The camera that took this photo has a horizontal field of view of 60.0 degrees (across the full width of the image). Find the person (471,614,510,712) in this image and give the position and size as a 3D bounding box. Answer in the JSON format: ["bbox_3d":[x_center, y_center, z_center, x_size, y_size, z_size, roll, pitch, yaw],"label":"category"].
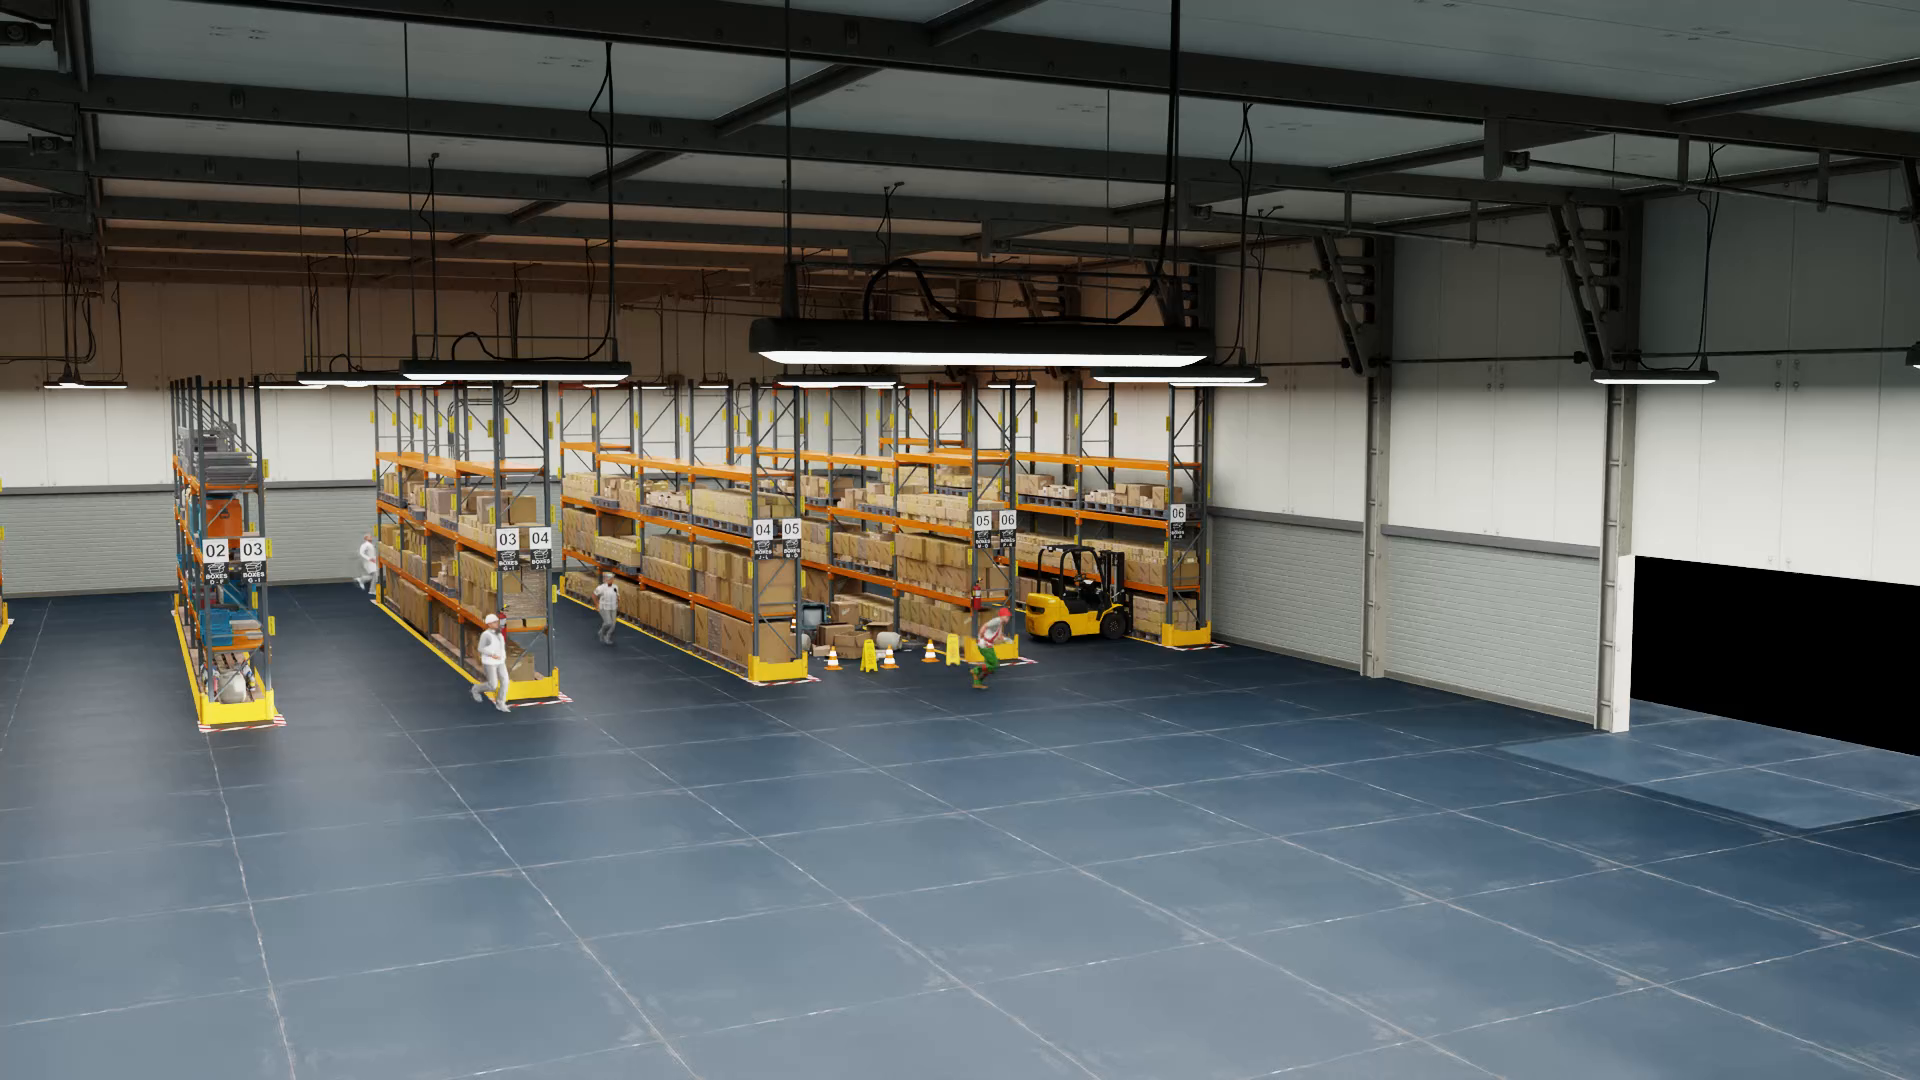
[{"bbox_3d":[-8.438,2.211,29.942,0.799,1.770,0.669,2,6,25],"label":"person"}]

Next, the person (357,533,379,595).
[{"bbox_3d":[-16.754,0.683,47.070,0.719,1.744,0.712,0,5,-1],"label":"person"}]

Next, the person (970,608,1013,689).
[{"bbox_3d":[0.597,2.094,31.984,0.829,1.590,0.693,1,5,15],"label":"person"}]

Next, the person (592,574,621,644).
[{"bbox_3d":[-7.932,1.566,37.573,0.590,1.613,0.658,-4,6,-38],"label":"person"}]
